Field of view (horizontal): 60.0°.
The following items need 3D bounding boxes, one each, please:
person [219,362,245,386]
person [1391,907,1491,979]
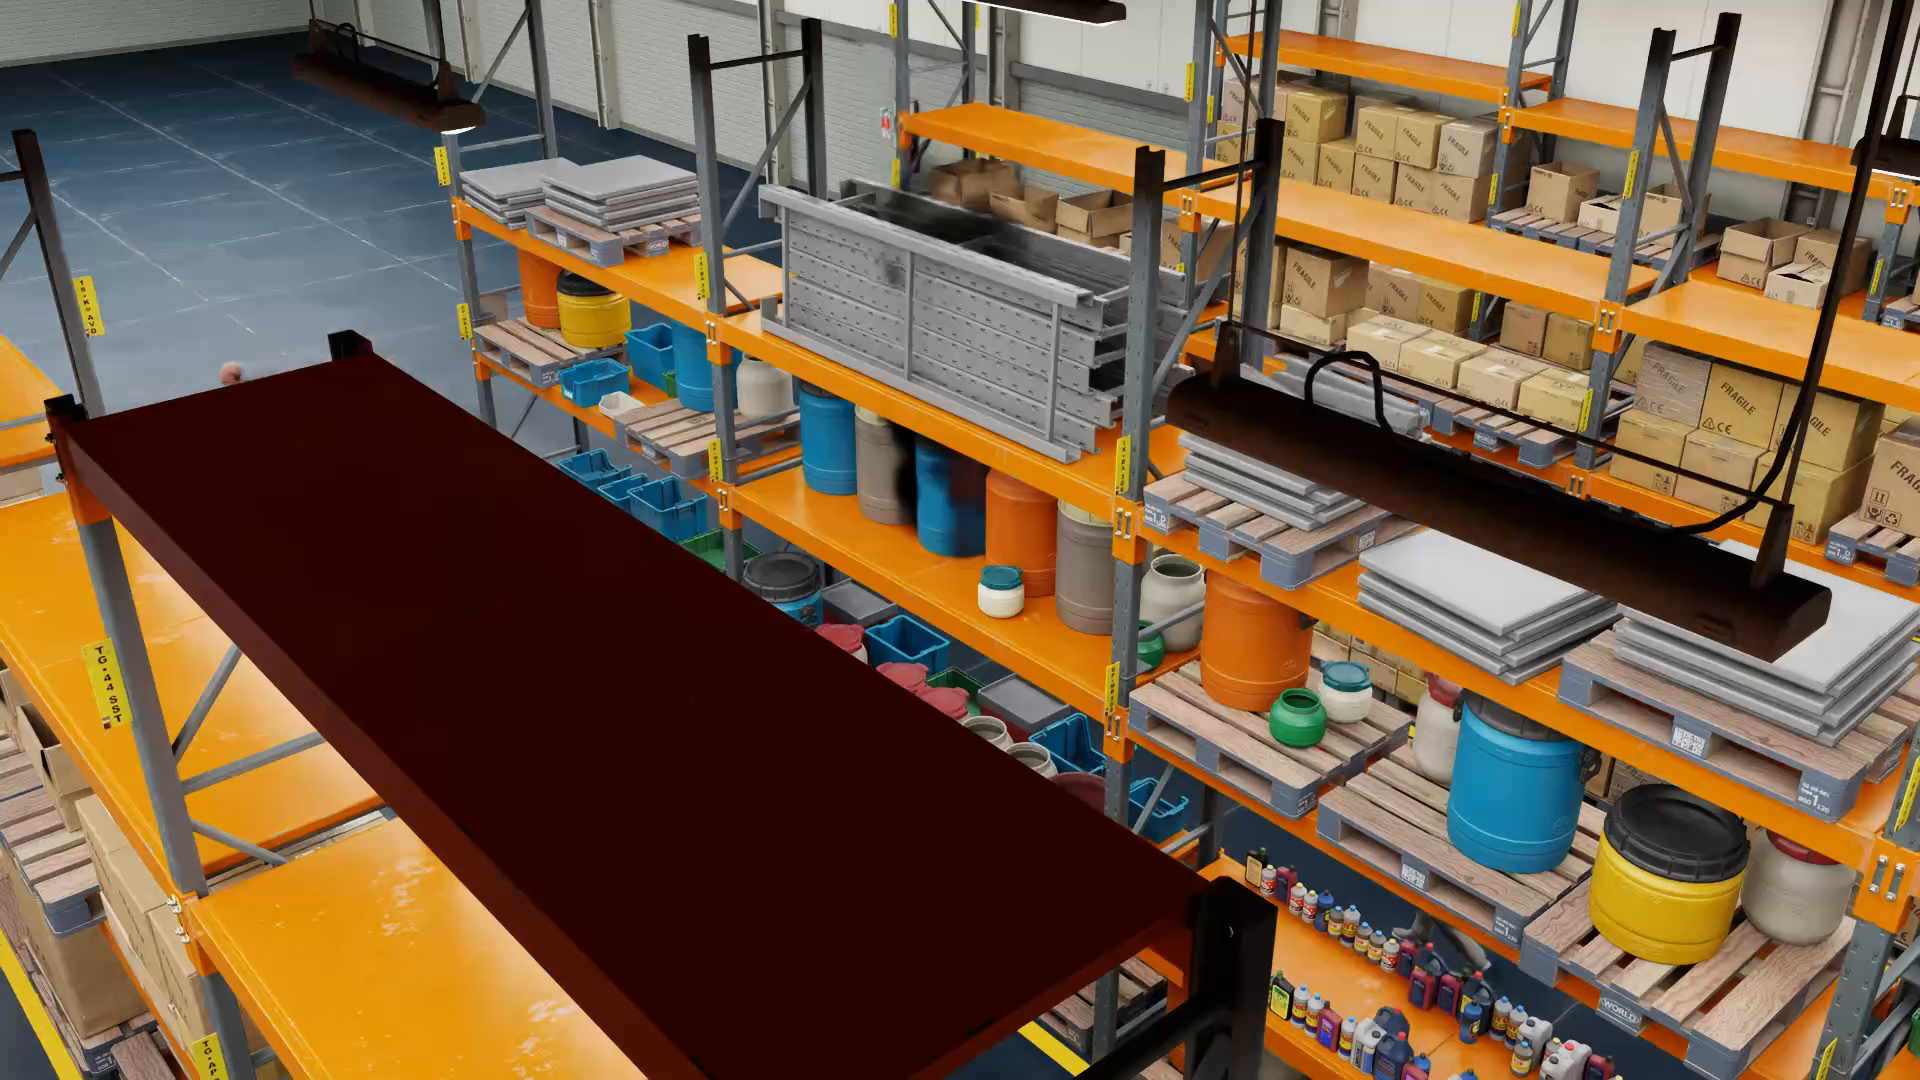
[{"bbox_3d":[-7.602,-1.058,17.748,0.858,1.773,0.648,-5,27,-10],"label":"person"},{"bbox_3d":[3.279,2.124,10.972,0.579,1.682,0.778,-22,34,-36],"label":"person"}]
